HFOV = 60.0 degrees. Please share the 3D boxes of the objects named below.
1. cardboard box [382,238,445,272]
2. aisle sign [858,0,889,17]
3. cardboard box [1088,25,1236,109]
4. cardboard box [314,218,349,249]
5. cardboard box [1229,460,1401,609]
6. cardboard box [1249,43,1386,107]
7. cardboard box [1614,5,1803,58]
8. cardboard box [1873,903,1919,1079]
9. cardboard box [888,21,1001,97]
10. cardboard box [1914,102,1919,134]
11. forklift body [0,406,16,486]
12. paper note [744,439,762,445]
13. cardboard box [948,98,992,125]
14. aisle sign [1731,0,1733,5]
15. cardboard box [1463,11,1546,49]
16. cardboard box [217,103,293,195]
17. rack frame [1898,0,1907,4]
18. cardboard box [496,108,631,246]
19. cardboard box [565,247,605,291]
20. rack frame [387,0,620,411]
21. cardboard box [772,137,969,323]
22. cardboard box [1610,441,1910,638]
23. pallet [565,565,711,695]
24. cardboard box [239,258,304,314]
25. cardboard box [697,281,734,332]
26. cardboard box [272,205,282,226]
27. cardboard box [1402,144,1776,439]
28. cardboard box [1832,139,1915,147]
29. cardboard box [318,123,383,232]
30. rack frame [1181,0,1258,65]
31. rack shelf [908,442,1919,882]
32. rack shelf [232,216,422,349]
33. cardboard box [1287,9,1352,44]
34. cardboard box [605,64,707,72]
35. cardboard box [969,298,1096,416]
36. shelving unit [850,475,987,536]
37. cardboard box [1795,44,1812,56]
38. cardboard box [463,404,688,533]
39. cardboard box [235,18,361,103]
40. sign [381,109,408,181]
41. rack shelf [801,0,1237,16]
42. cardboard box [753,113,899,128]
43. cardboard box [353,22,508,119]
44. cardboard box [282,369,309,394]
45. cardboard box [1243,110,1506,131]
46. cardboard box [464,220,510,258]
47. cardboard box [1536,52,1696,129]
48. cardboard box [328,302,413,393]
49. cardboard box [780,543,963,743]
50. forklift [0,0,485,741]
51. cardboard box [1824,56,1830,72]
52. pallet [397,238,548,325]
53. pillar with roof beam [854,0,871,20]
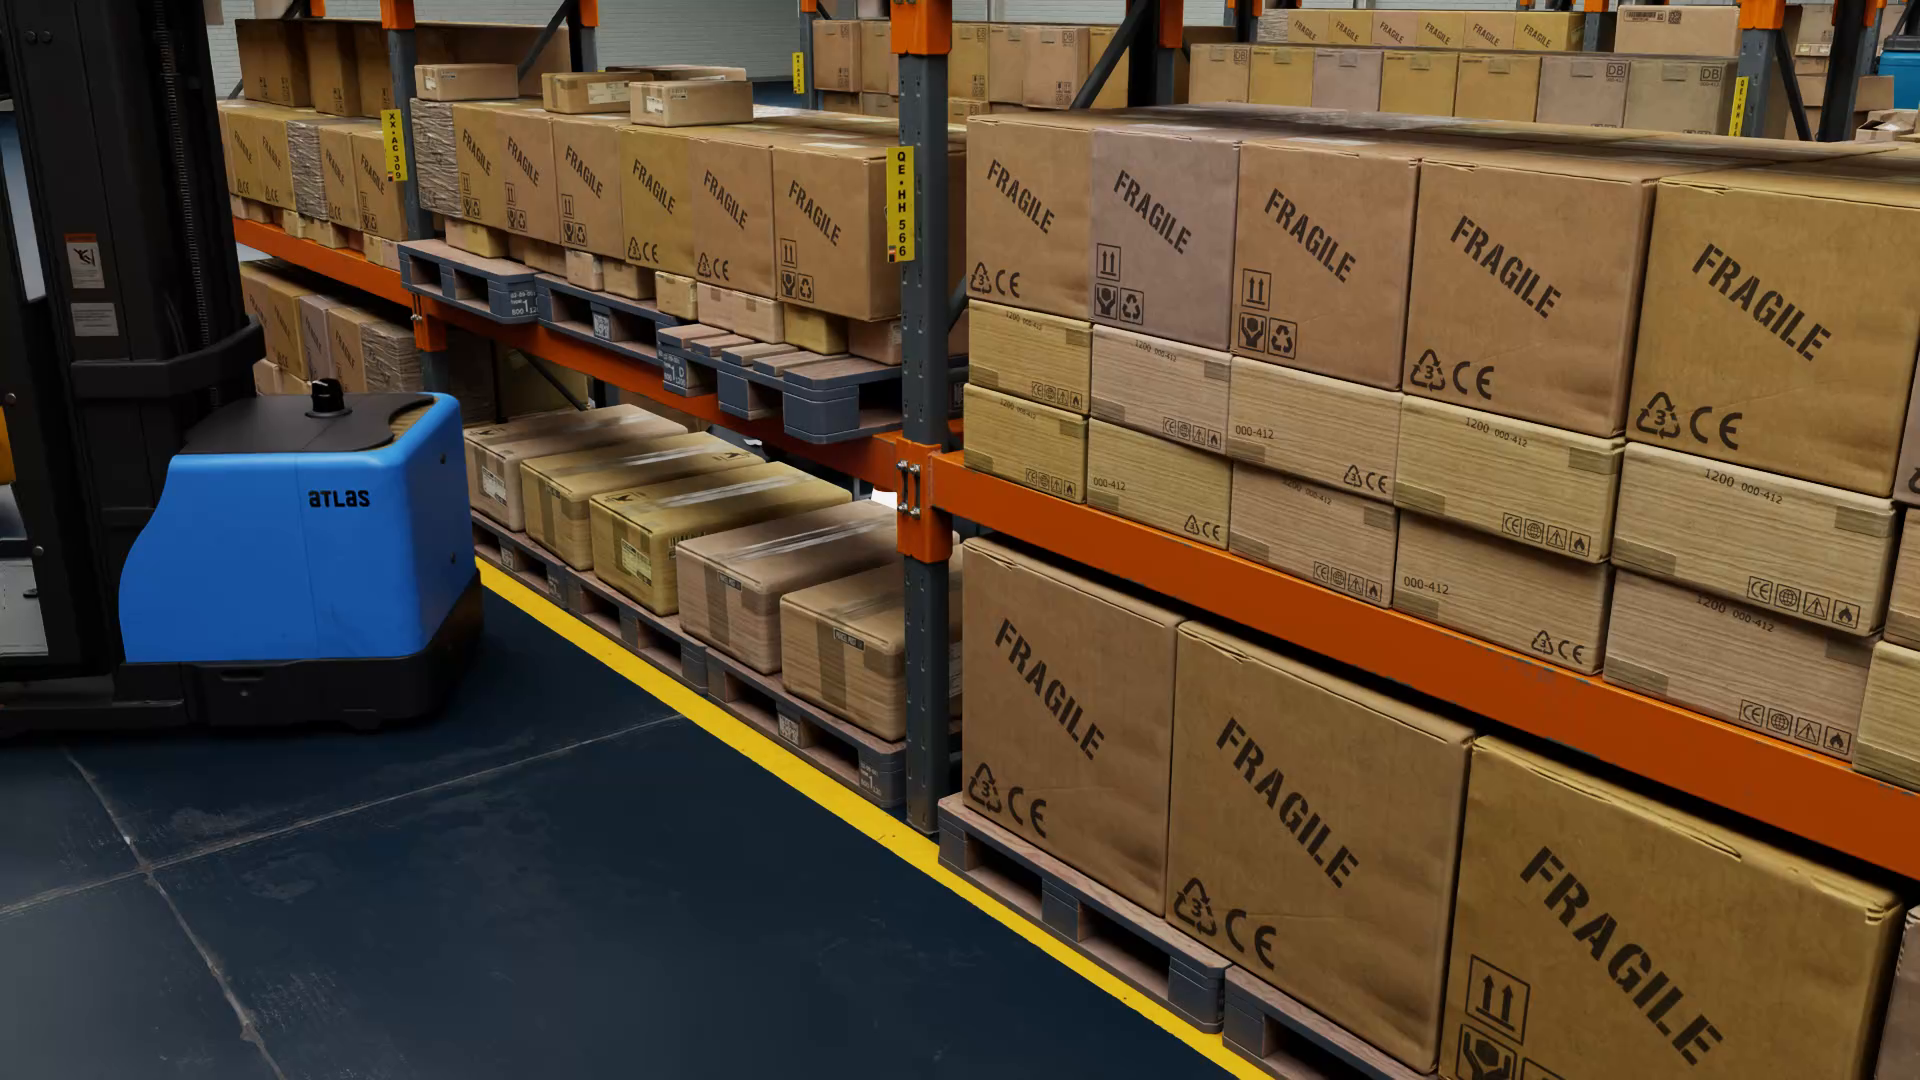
[{"bbox_3d":[-2.671,-1.449,8.367,0.380,0.149,0.250,-14,23,-37],"label":"cardboard box"},{"bbox_3d":[-0.707,-4.836,14.059,0.394,0.787,0.004,-14,23,-36],"label":"aisle sign"},{"bbox_3d":[1.383,-3.221,11.363,0.875,0.550,0.550,-14,23,-36],"label":"cardboard box"},{"bbox_3d":[-3.304,-1.699,9.122,0.380,0.149,0.250,-14,23,-37],"label":"cardboard box"},{"bbox_3d":[1.012,-0.069,4.037,0.500,0.250,0.500,-13,22,-34],"label":"cardboard box"},{"bbox_3d":[2.219,-2.815,10.341,0.700,0.500,0.500,-14,23,-37],"label":"cardboard box"},{"bbox_3d":[5.920,-3.744,13.276,1.000,1.000,1.000,-14,23,-36],"label":"cardboard box"},{"bbox_3d":[2.287,1.094,2.997,0.875,0.875,0.875,-13,22,-34],"label":"cardboard box"},{"bbox_3d":[-0.043,-3.728,12.894,0.875,0.550,0.550,-14,23,-36],"label":"cardboard box"},{"bbox_3d":[7.228,-2.988,11.786,0.700,0.500,0.500,-10,21,-28],"label":"cardboard box"},{"bbox_3d":[-5.997,-1.051,8.114,2.313,2.155,1.214,-14,23,-36],"label":"forklift body"},{"bbox_3d":[-1.224,-0.603,10.135,0.148,0.019,0.142,-14,23,-36],"label":"paper note"},{"bbox_3d":[0.337,-3.098,12.708,0.875,0.550,0.500,-14,23,-36],"label":"cardboard box"},{"bbox_3d":[10.540,-7.592,22.382,0.394,0.787,0.004,-14,23,-36],"label":"aisle sign"},{"bbox_3d":[4.730,-4.327,14.434,0.500,0.500,0.500,-14,23,-36],"label":"cardboard box"},{"bbox_3d":[-4.315,-2.425,10.283,0.500,0.500,0.500,-13,22,-34],"label":"cardboard box"},{"bbox_3d":[14.701,-7.369,25.845,1.000,3.000,0.127,-14,23,-36],"label":"rack frame"},{"bbox_3d":[-1.558,-1.518,6.874,0.500,0.500,0.500,-14,23,-36],"label":"cardboard box"},{"bbox_3d":[-1.349,-1.105,6.658,0.380,0.149,0.250,-13,22,-34],"label":"cardboard box"},{"bbox_3d":[-2.232,-1.549,8.268,1.000,3.000,0.127,-14,23,-36],"label":"rack frame"},{"bbox_3d":[-0.249,-1.009,5.338,0.500,0.500,0.500,-15,23,-38],"label":"cardboard box"},{"bbox_3d":[1.628,-0.053,3.194,0.500,0.250,0.500,-13,23,-35],"label":"cardboard box"},{"bbox_3d":[-0.986,0.267,7.220,1.003,0.211,1.213,-14,23,-36],"label":"pallet"},{"bbox_3d":[-4.416,-1.526,10.713,0.500,0.500,0.500,-15,23,-38],"label":"cardboard box"},{"bbox_3d":[-0.701,-0.847,5.881,0.380,0.149,0.250,-15,24,-39],"label":"cardboard box"},{"bbox_3d":[-3.878,-1.968,9.935,0.380,0.149,0.250,-13,22,-34],"label":"cardboard box"},{"bbox_3d":[1.301,-0.540,3.473,0.500,0.500,0.500,-14,23,-35],"label":"cardboard box"},{"bbox_3d":[4.207,-1.764,7.703,0.380,0.149,0.250,-14,23,-36],"label":"cardboard box"},{"bbox_3d":[-3.028,-1.924,8.769,0.500,0.500,0.500,-13,22,-34],"label":"cardboard box"},{"bbox_3d":[1.585,-2.540,11.261,1.000,3.000,0.127,-14,23,-36],"label":"rack frame"},{"bbox_3d":[1.493,0.271,3.917,1.077,0.370,4.000,-14,23,-36],"label":"rack shelf"},{"bbox_3d":[-3.474,-1.700,9.870,1.077,0.370,4.000,-14,23,-36],"label":"rack shelf"},{"bbox_3d":[3.485,-4.819,15.920,0.500,0.500,0.500,-14,23,-36],"label":"cardboard box"},{"bbox_3d":[-1.330,-2.008,7.322,0.380,0.149,0.250,-15,23,-38],"label":"cardboard box"},{"bbox_3d":[0.372,-0.556,4.714,0.500,0.250,0.500,-14,23,-36],"label":"cardboard box"},{"bbox_3d":[-0.037,-0.743,8.196,0.538,1.500,1.048,-14,23,-37],"label":"shelving unit"},{"bbox_3d":[11.215,-6.492,22.004,0.380,0.149,0.250,-14,23,-36],"label":"cardboard box"},{"bbox_3d":[-1.905,-0.372,8.227,0.950,0.372,0.625,-14,23,-35],"label":"cardboard box"},{"bbox_3d":[-4.227,-3.115,10.774,0.700,0.500,0.500,-15,23,-37],"label":"cardboard box"},{"bbox_3d":[-2.653,-1.852,7.807,0.100,0.325,0.005,-14,23,-36],"label":"sign"},{"bbox_3d":[0.344,-4.115,12.391,1.077,0.370,4.000,-14,23,-36],"label":"rack shelf"},{"bbox_3d":[-0.511,-1.364,6.410,0.500,0.500,0.500,-14,23,-35],"label":"cardboard box"},{"bbox_3d":[-2.926,-2.622,9.287,0.700,0.500,0.500,-15,23,-37],"label":"cardboard box"},{"bbox_3d":[-3.772,-0.917,10.065,0.500,0.250,0.500,-12,22,-32],"label":"cardboard box"},{"bbox_3d":[1.102,-0.884,4.511,0.500,0.500,0.500,-13,23,-35],"label":"cardboard box"},{"bbox_3d":[-1.989,-1.368,7.453,0.380,0.149,0.250,-13,23,-35],"label":"cardboard box"},{"bbox_3d":[3.483,-2.313,8.827,0.700,0.500,0.500,-14,23,-37],"label":"cardboard box"},{"bbox_3d":[-3.127,-1.017,9.176,0.500,0.500,0.500,-13,23,-35],"label":"cardboard box"},{"bbox_3d":[-0.092,0.344,6.065,0.950,0.372,0.625,-16,24,-40],"label":"cardboard box"},{"bbox_3d":[-3.503,-0.804,6.127,3.031,2.935,1.130,-1,18,-3],"label":"forklift"},{"bbox_3d":[11.734,-6.079,21.791,0.700,0.500,0.500,-14,23,-36],"label":"cardboard box"},{"bbox_3d":[-1.872,-1.241,7.644,1.003,0.211,1.213,-14,23,-36],"label":"pallet"},{"bbox_3d":[-6.187,-16.765,44.678,9.100,9.000,0.400,-14,23,-36],"label":"pillar with roof beam"}]
